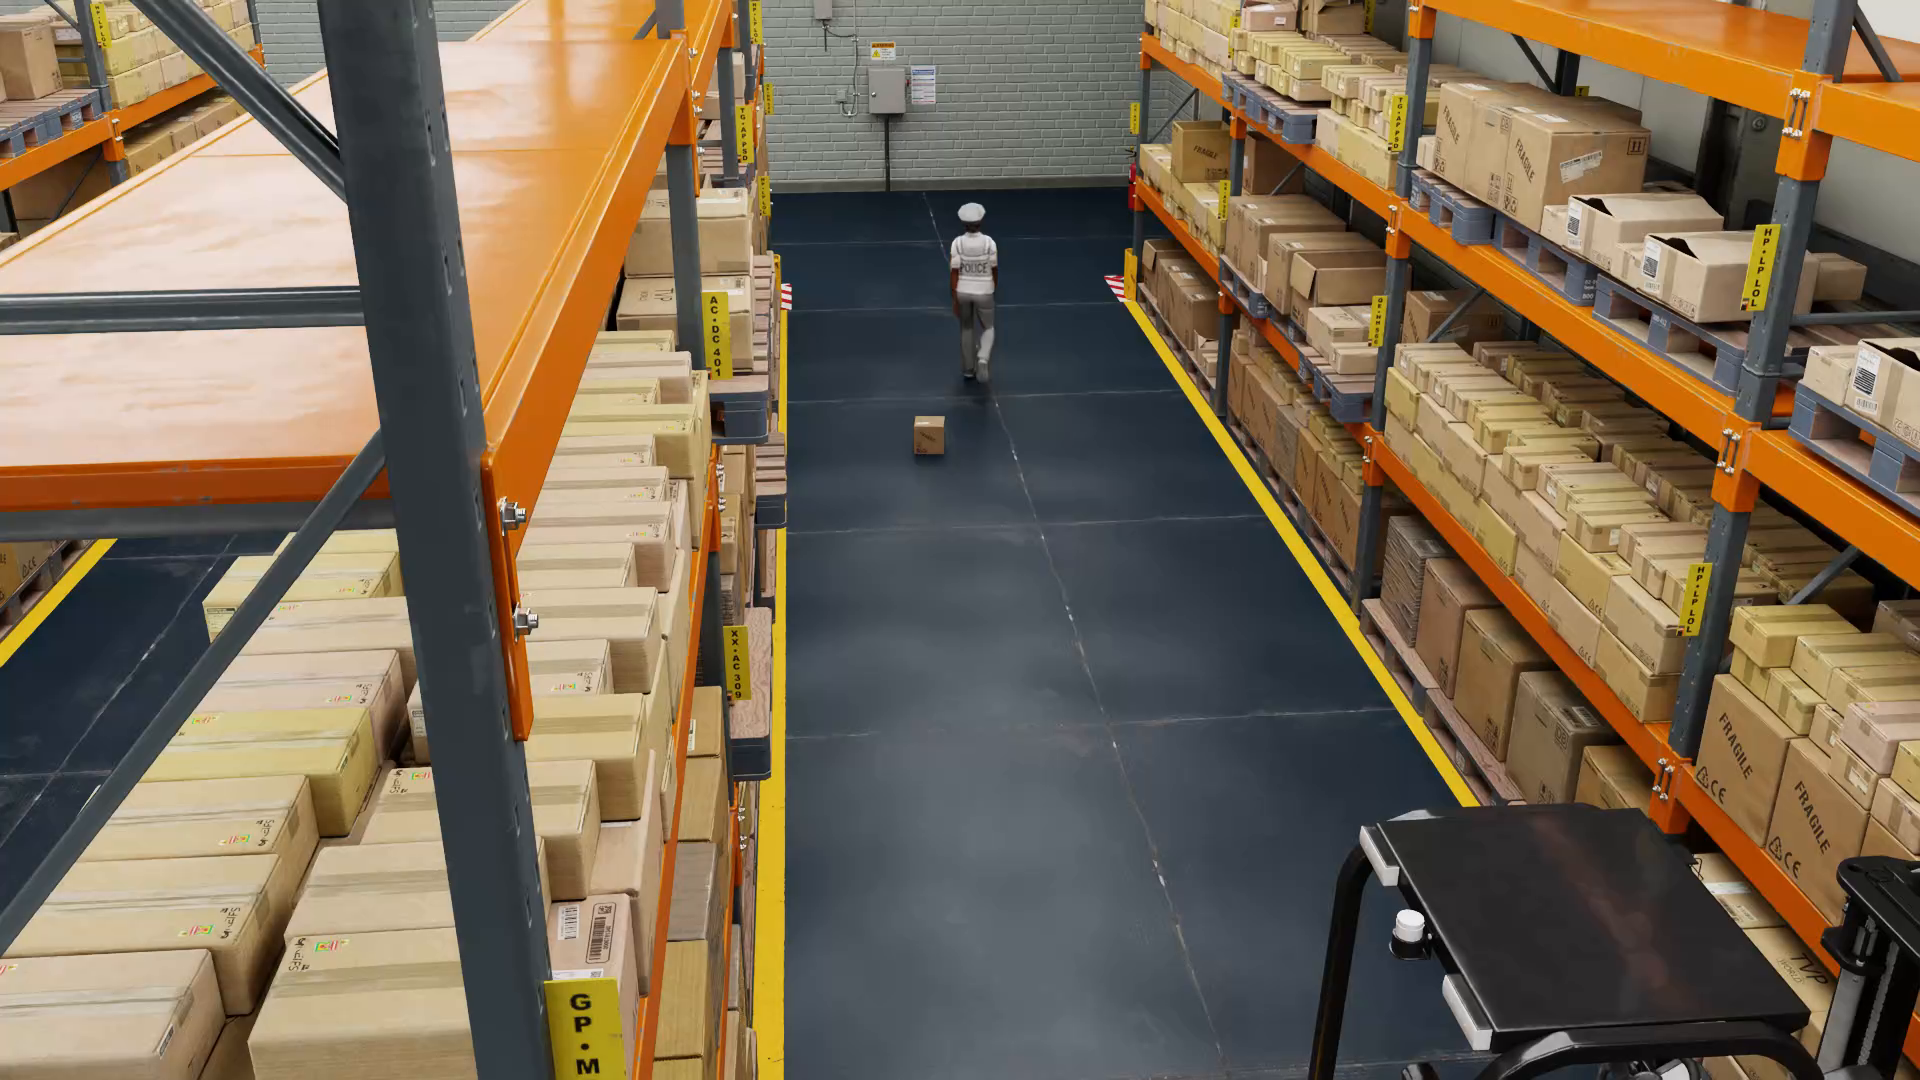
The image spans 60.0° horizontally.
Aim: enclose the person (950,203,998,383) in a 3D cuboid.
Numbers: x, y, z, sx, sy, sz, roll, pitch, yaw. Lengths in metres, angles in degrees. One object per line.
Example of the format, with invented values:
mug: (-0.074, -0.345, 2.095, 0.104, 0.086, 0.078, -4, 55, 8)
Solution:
person: (0.126, -2.270, 15.372, 0.444, 1.665, 0.701, 2, 24, 4)
